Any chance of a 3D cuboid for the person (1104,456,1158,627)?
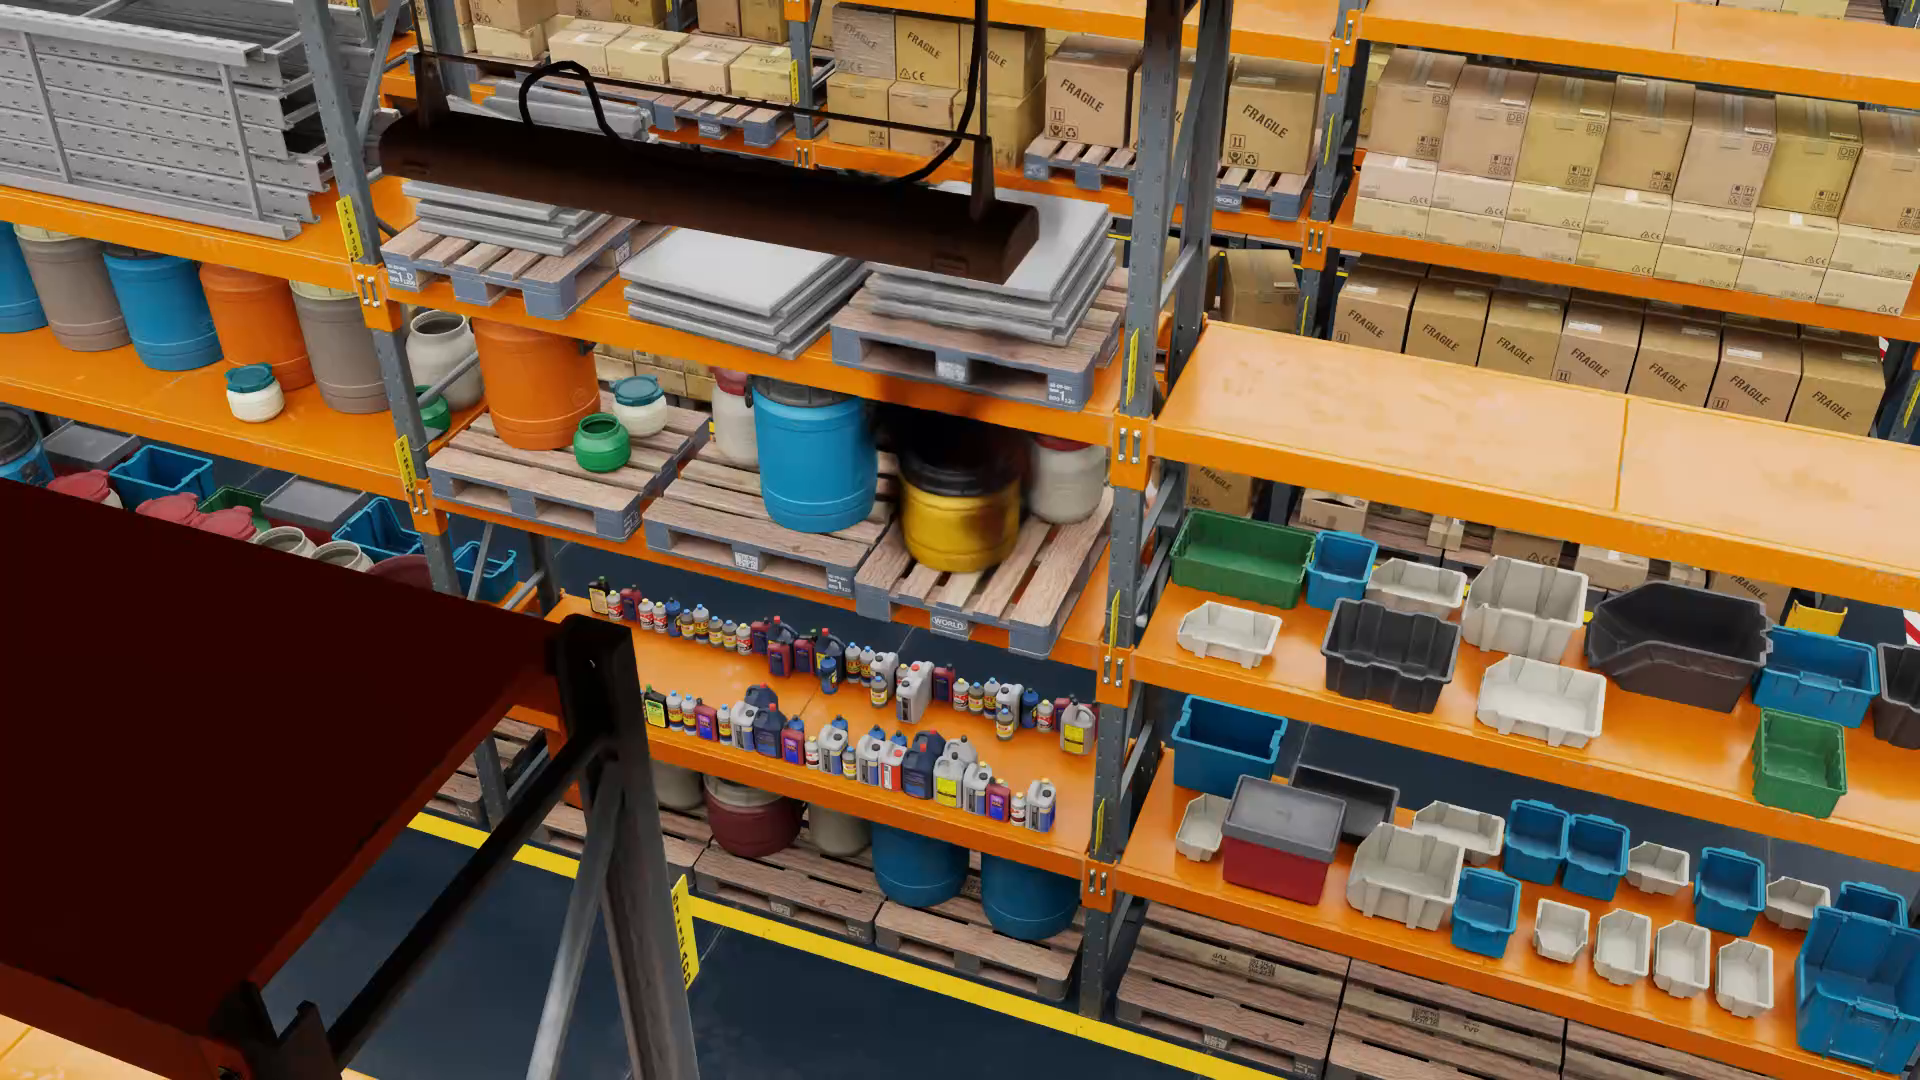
[{"bbox_3d":[1.175,-0.048,11.581,0.746,1.758,0.550,9,37,12],"label":"person"}]
